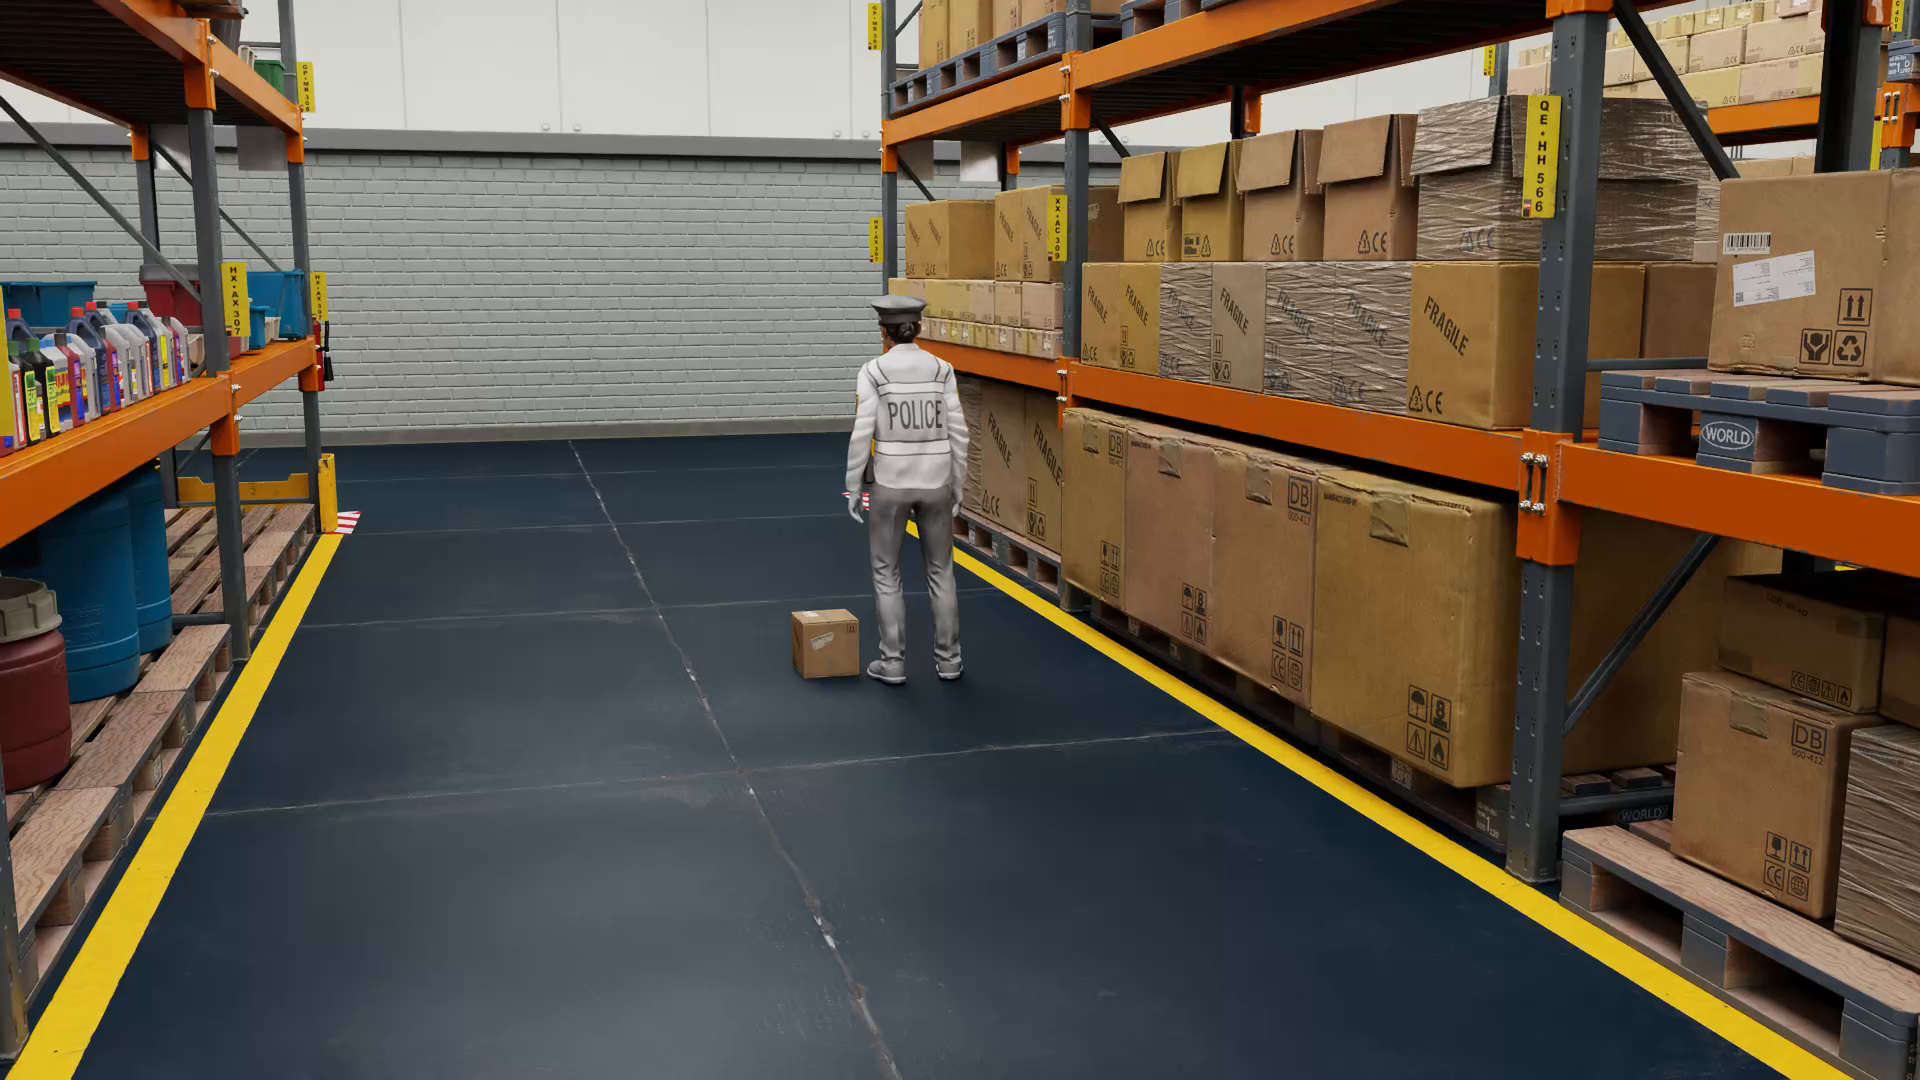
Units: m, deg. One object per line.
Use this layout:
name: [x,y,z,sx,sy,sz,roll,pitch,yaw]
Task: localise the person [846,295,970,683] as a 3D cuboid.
person: [-0.225,-0.214,7.164,0.541,1.664,0.374,-3,10,-17]
